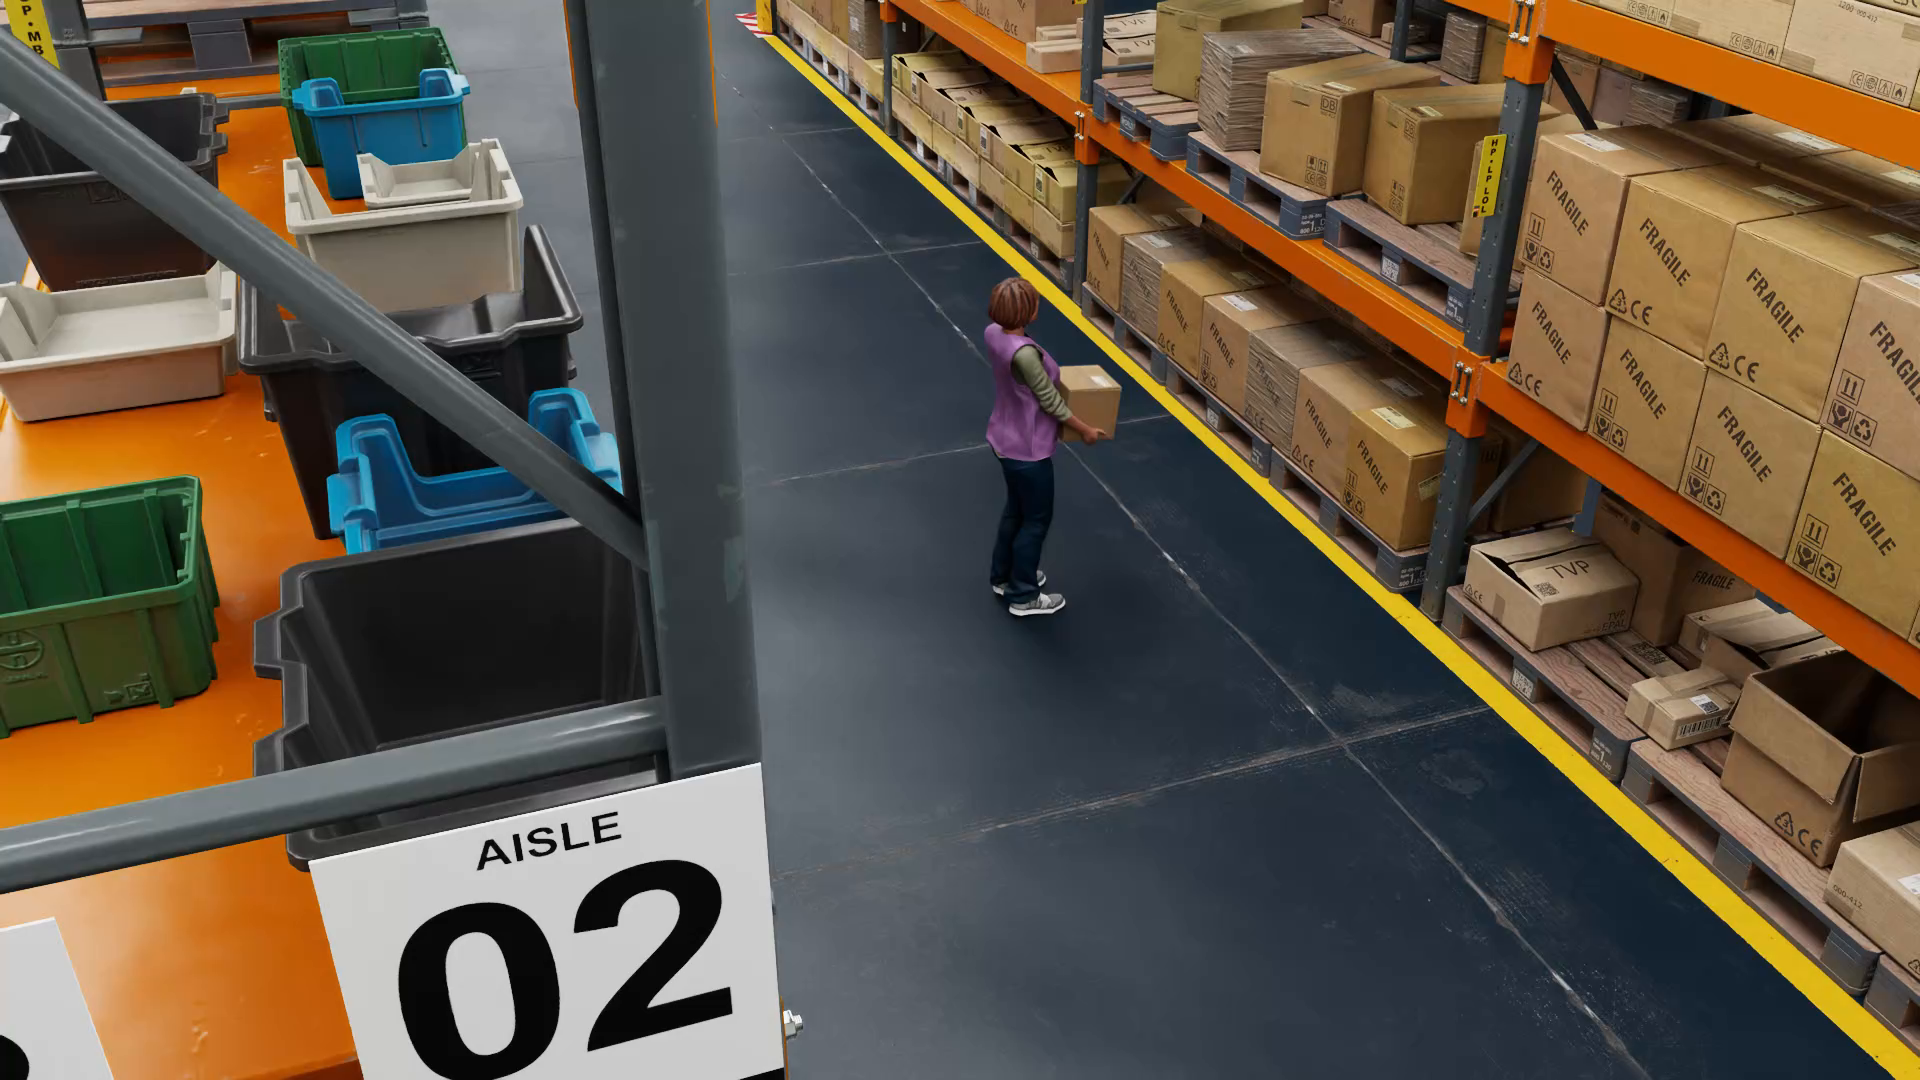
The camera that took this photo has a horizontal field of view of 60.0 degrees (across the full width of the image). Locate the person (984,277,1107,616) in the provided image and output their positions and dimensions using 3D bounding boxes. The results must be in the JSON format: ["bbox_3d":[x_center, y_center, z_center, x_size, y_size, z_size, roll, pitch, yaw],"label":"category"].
[{"bbox_3d":[0.361,-0.425,7.373,0.500,1.588,0.406,-10,32,-17],"label":"person"}]
